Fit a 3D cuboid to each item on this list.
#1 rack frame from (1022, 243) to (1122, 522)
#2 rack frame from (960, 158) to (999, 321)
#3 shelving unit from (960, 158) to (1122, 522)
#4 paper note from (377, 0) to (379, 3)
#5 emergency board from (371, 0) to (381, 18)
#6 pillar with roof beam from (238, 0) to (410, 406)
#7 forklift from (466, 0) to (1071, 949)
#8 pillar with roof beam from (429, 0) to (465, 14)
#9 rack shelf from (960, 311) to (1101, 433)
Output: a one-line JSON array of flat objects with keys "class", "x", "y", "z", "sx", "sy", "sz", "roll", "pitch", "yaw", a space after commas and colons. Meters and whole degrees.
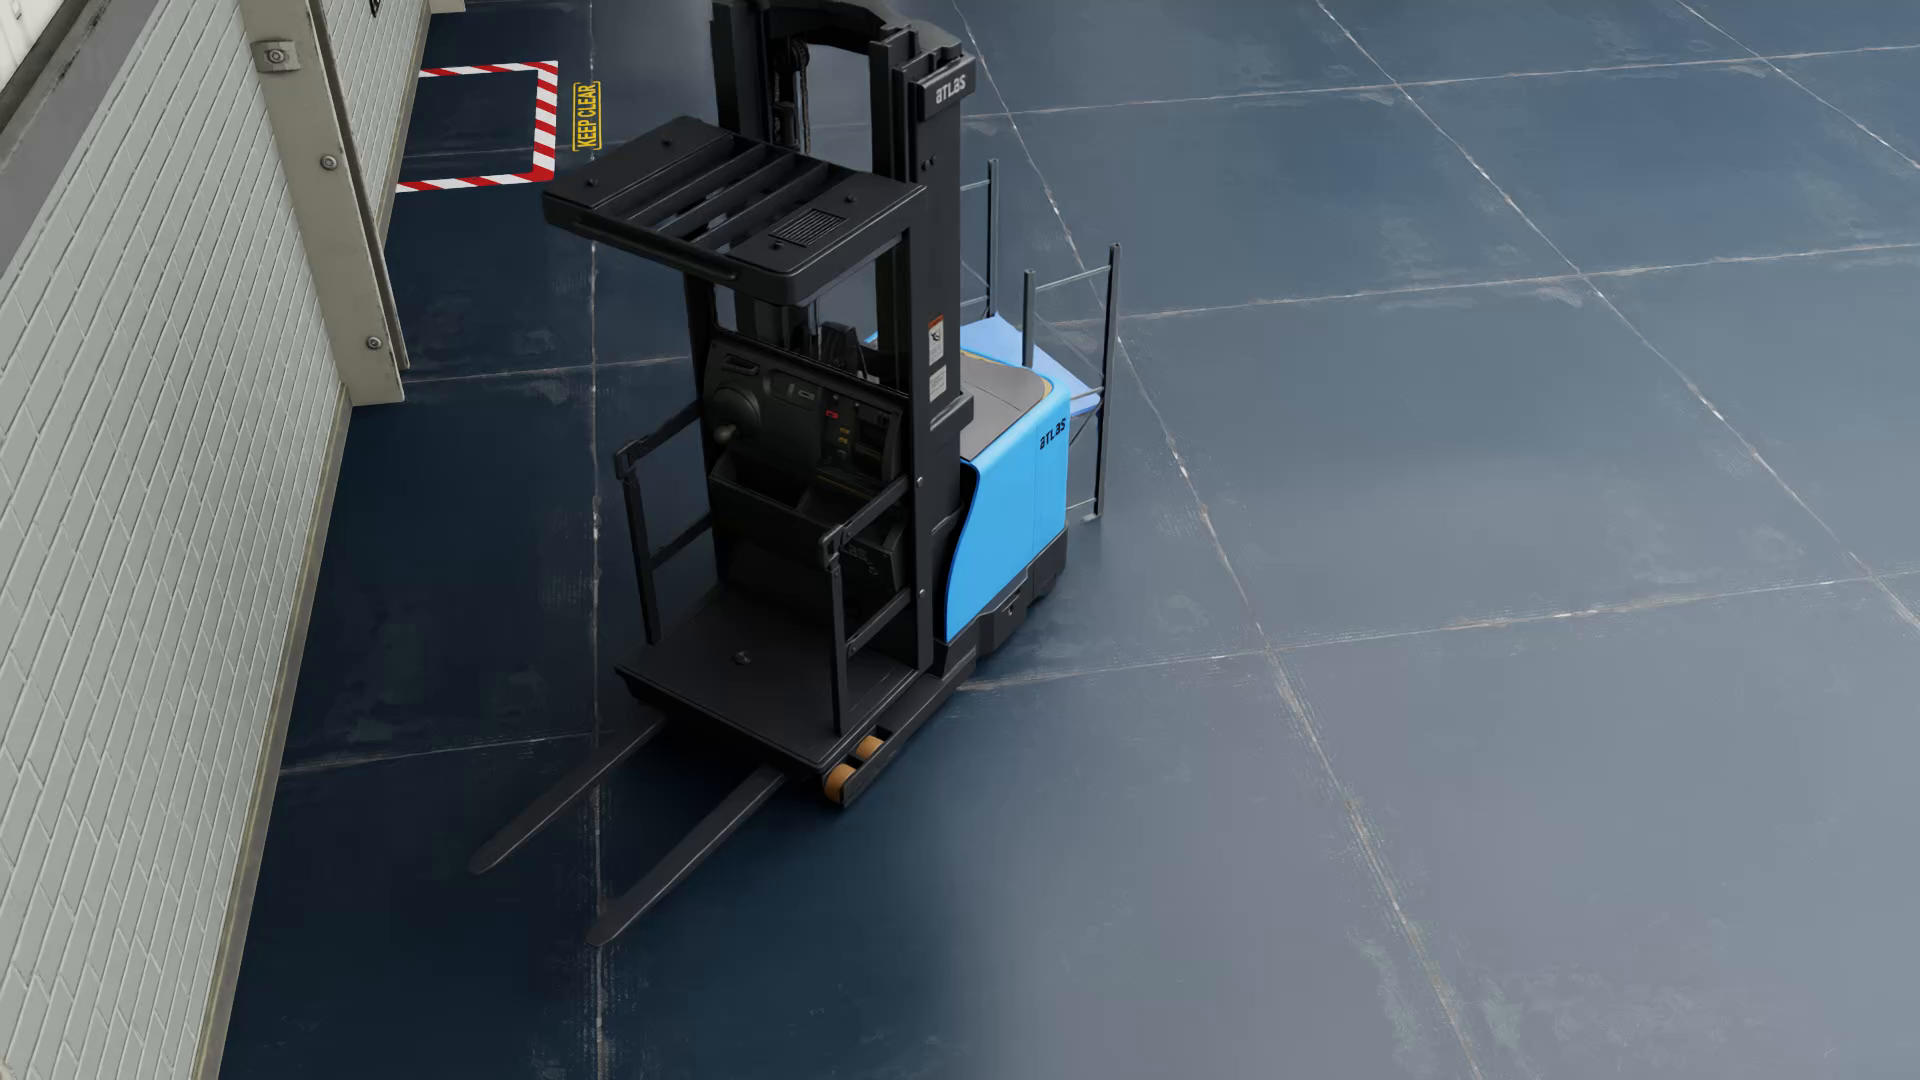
[{"class": "rack frame", "x": 0.498, "y": -0.646, "z": 7.760, "sx": 0.500, "sy": 1.500, "sz": 0.032, "roll": -21, "pitch": 42, "yaw": -24}, {"class": "rack frame", "x": -0.033, "y": -1.178, "z": 8.444, "sx": 0.500, "sy": 1.500, "sz": 0.032, "roll": -21, "pitch": 42, "yaw": -24}, {"class": "shelving unit", "x": 0.232, "y": -0.912, "z": 8.102, "sx": 0.538, "sy": 1.500, "sz": 1.048, "roll": -21, "pitch": 42, "yaw": -24}, {"class": "paper note", "x": -3.934, "y": -3.713, "z": 11.203, "sx": 0.016, "sy": 0.148, "sz": 0.142, "roll": -6, "pitch": 38, "yaw": -8}, {"class": "emergency board", "x": -3.914, "y": -4.168, "z": 11.070, "sx": 0.157, "sy": 1.169, "sz": 0.626, "roll": -6, "pitch": 38, "yaw": -8}, {"class": "pillar with roof beam", "x": 0.997, "y": -4.881, "z": 7.097, "sx": 9.100, "sy": 9.000, "sz": 0.400, "roll": -6, "pitch": 38, "yaw": -8}, {"class": "forklift", "x": -0.732, "y": -0.415, "z": 6.295, "sx": 1.130, "sy": 2.935, "sz": 3.031, "roll": 22, "pitch": 43, "yaw": 26}, {"class": "pillar with roof beam", "x": -0.054, "y": -8.505, "z": 11.762, "sx": 9.100, "sy": 9.000, "sz": 0.400, "roll": -6, "pitch": 38, "yaw": -8}, {"class": "rack shelf", "x": 0.232, "y": -0.770, "z": 8.212, "sx": 0.538, "sy": 0.185, "sz": 1.000, "roll": -21, "pitch": 42, "yaw": -24}]
